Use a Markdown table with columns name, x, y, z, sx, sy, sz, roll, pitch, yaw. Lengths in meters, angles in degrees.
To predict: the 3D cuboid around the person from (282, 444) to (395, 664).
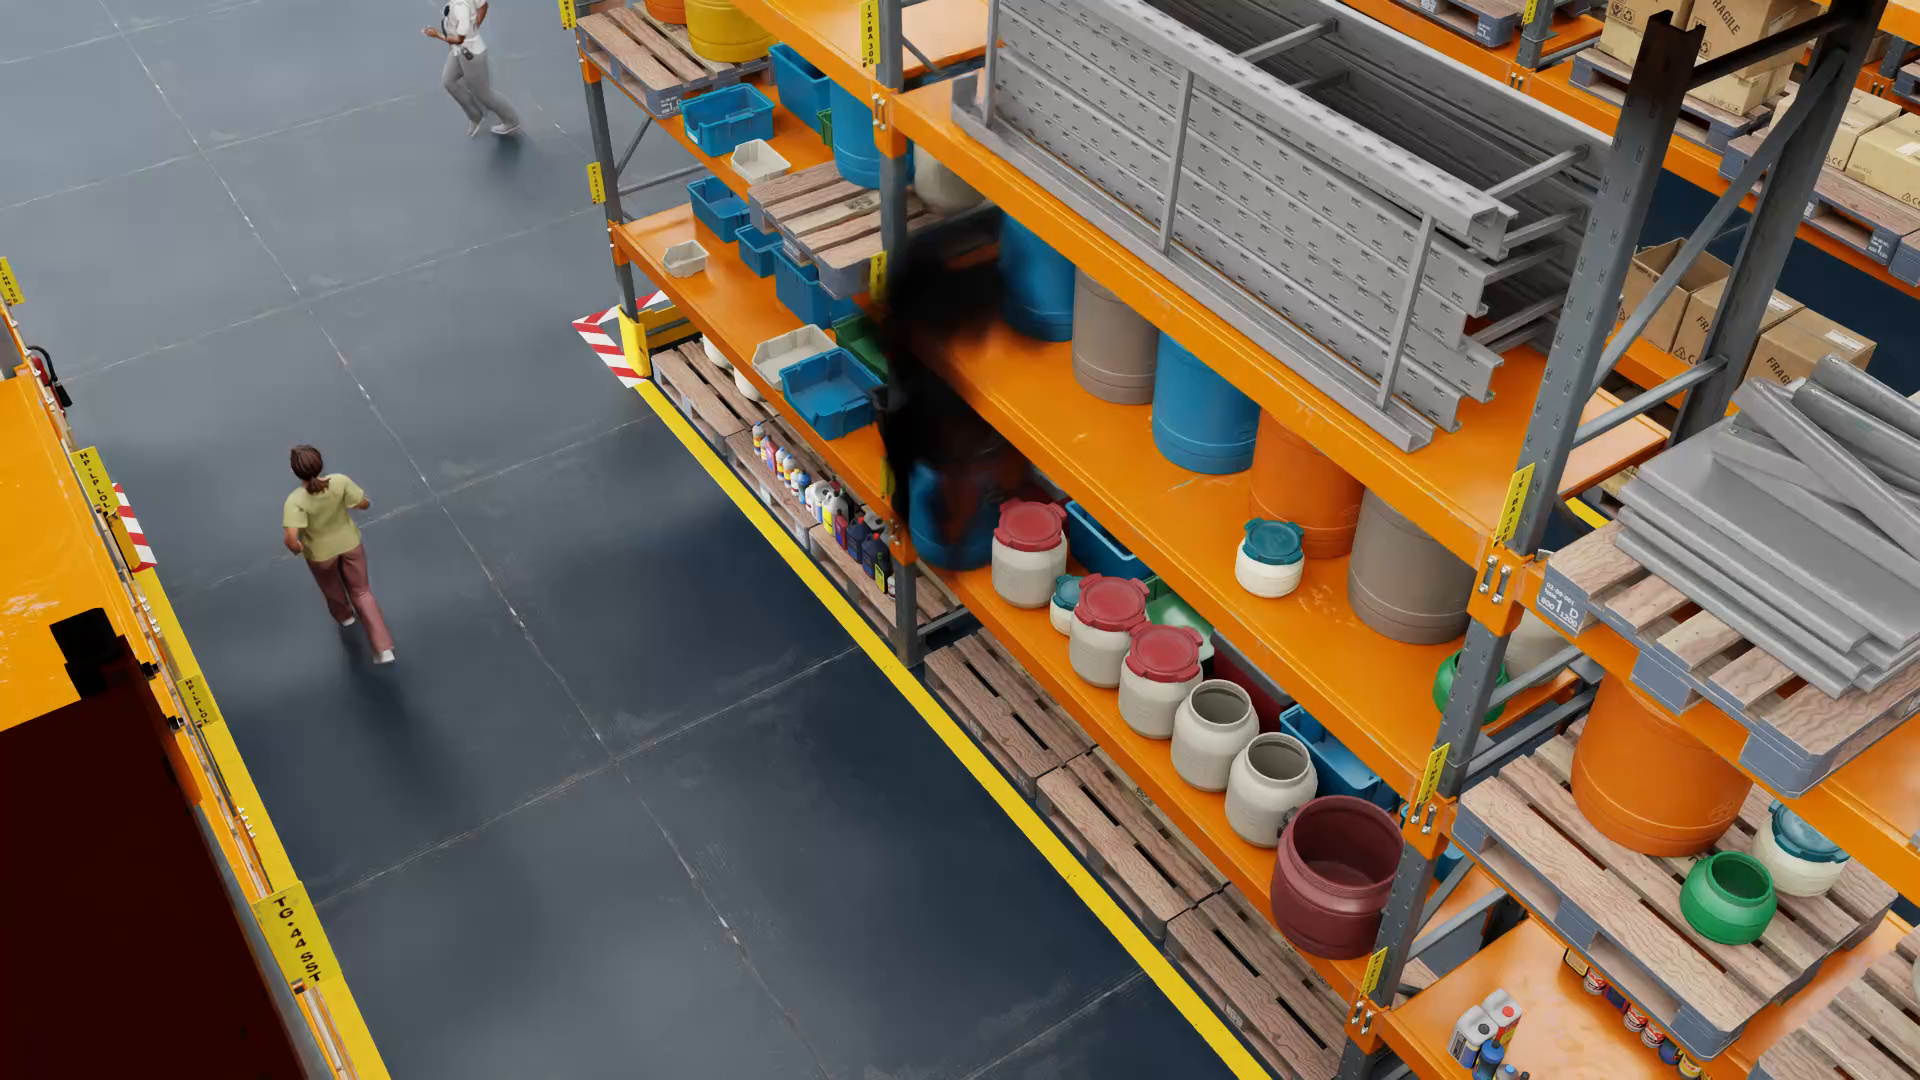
| name | x | y | z | sx | sy | sz | roll | pitch | yaw |
| --- | --- | --- | --- | --- | --- | --- | --- | --- | --- |
| person | -3.915 | 0.075 | 10.431 | 0.576 | 1.684 | 0.928 | -25 | 48 | -25 |

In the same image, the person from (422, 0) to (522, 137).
| name | x | y | z | sx | sy | sz | roll | pitch | yaw |
| --- | --- | --- | --- | --- | --- | --- | --- | --- | --- |
| person | -4.561 | -4.502 | 15.414 | 0.716 | 1.734 | 0.542 | -13 | 44 | -14 |
